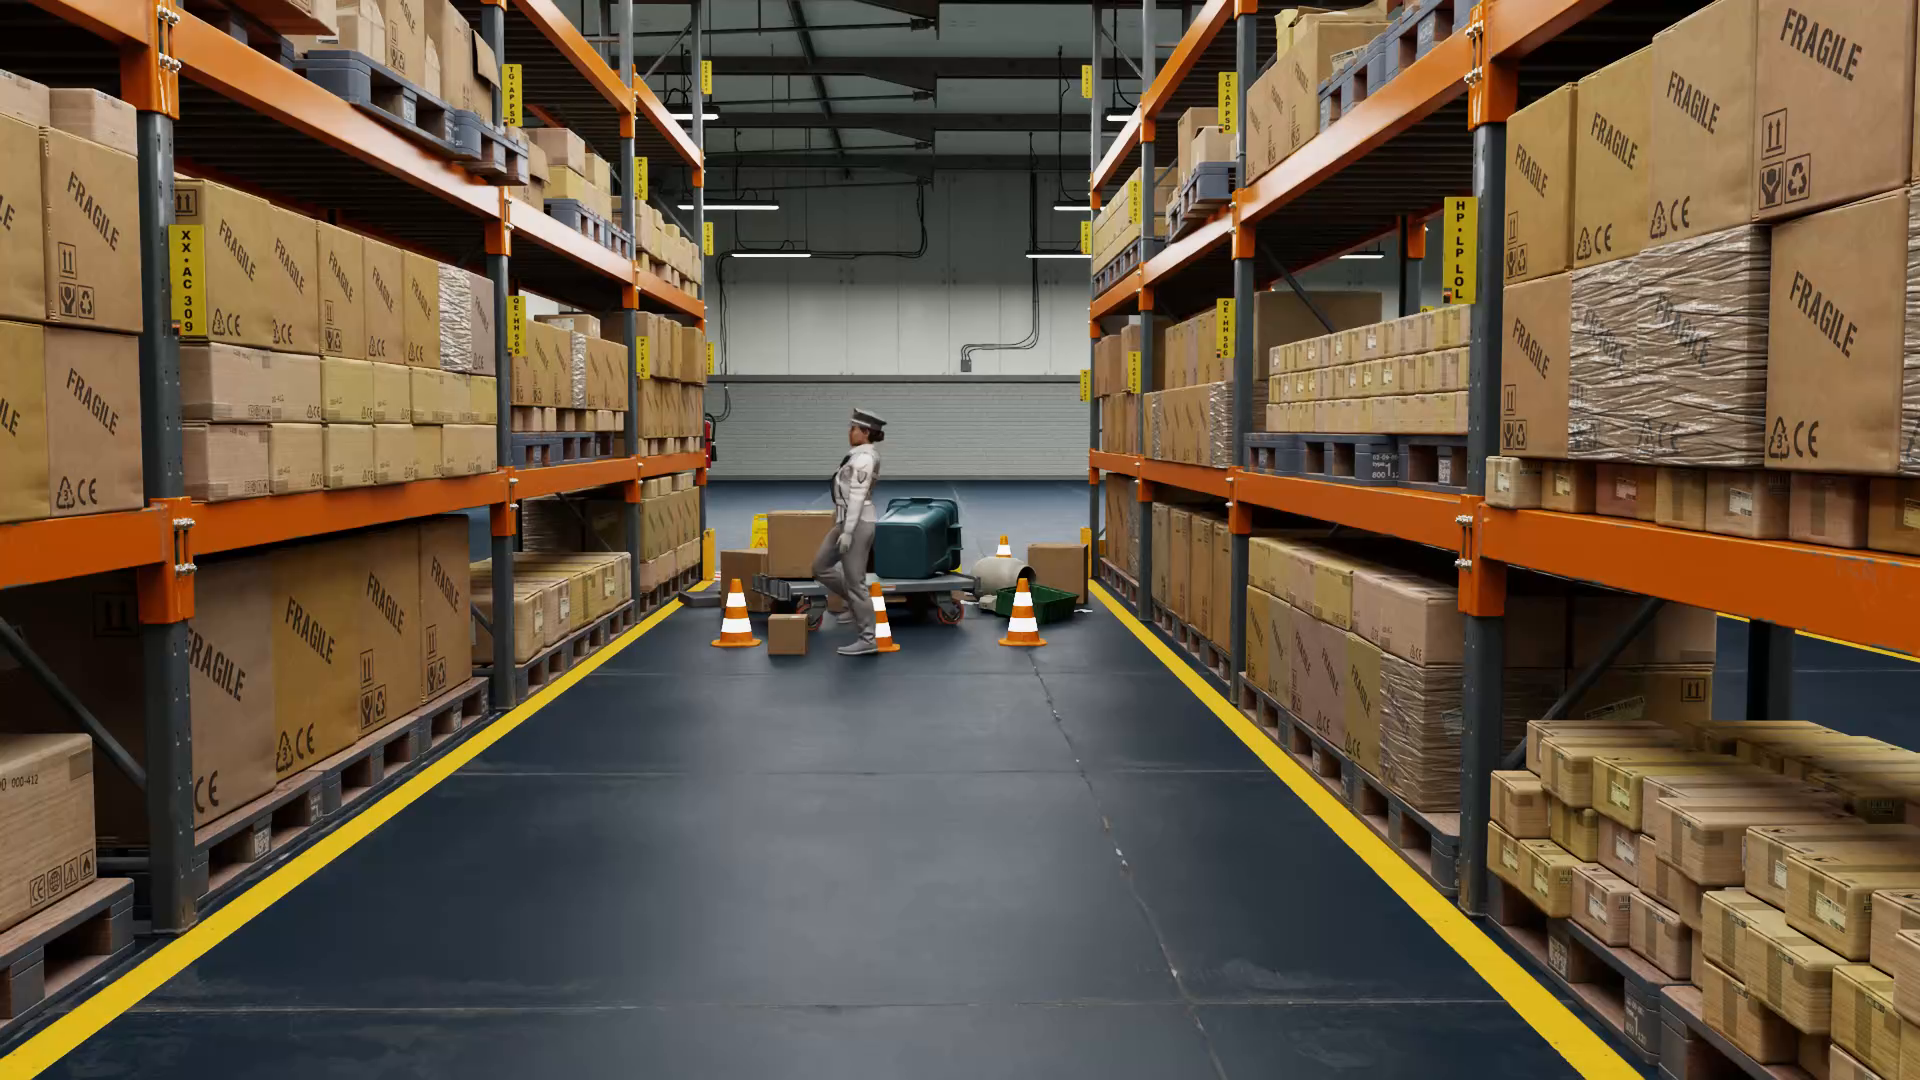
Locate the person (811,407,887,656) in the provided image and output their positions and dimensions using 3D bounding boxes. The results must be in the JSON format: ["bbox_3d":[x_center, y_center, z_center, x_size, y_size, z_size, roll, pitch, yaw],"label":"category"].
[{"bbox_3d":[-0.762,-0.063,11.338,0.536,1.681,0.465,0,4,0],"label":"person"}]
